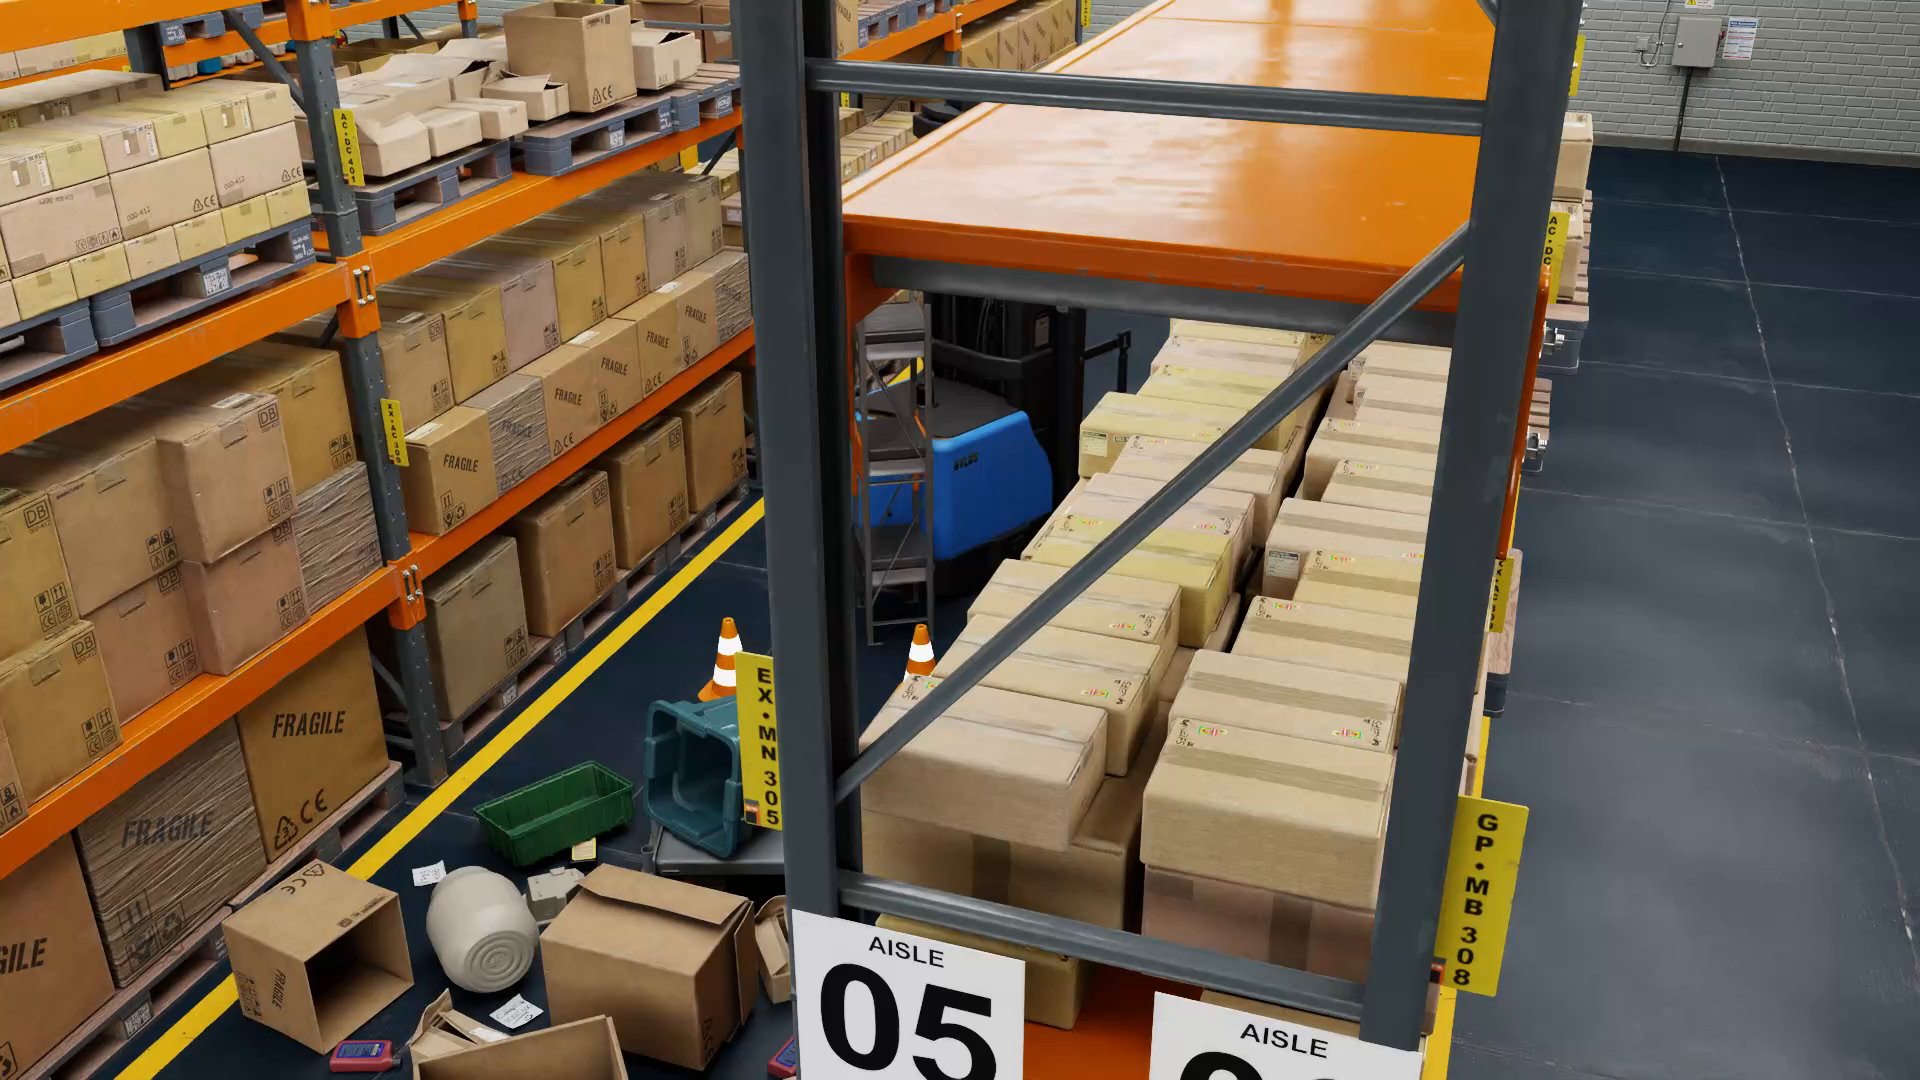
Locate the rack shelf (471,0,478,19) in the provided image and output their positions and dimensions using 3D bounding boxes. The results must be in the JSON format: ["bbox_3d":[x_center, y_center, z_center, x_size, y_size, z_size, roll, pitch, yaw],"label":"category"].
[{"bbox_3d":[-4.478,-6.051,17.689,1.077,0.370,4.000,9,27,17],"label":"rack shelf"}]

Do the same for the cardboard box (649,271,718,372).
[{"bbox_3d":[-1.894,-1.415,10.615,0.500,0.500,0.500,9,27,17],"label":"cardboard box"}]

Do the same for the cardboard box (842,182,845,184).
[{"bbox_3d":[-1.053,-2.707,12.864,0.380,0.149,0.250,8,27,17],"label":"cardboard box"}]

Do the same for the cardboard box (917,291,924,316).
[{"bbox_3d":[-0.508,-2.165,14.667,0.500,0.500,0.500,8,27,16],"label":"cardboard box"}]

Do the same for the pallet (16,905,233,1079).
[{"bbox_3d":[-3.893,1.905,7.074,1.003,0.211,1.213,9,27,17],"label":"pallet"}]

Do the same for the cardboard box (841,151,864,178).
[{"bbox_3d":[-0.972,-2.946,13.017,0.380,0.149,0.250,8,27,17],"label":"cardboard box"}]

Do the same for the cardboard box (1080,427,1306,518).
[{"bbox_3d":[0.628,-0.129,4.462,0.500,0.250,0.500,9,27,18],"label":"cardboard box"}]

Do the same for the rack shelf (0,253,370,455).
[{"bbox_3d":[-3.827,-0.359,5.933,1.077,0.370,4.000,9,27,17],"label":"rack shelf"}]

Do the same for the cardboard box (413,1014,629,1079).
[{"bbox_3d":[-1.594,2.200,6.128,0.797,0.503,0.637,-9,27,-18],"label":"cardboard box"}]

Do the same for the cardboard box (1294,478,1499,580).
[{"bbox_3d":[1.142,-0.048,4.296,0.500,0.250,0.500,9,27,19],"label":"cardboard box"}]

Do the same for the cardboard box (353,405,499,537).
[{"bbox_3d":[-2.733,-0.377,8.471,0.500,0.500,0.500,9,27,18],"label":"cardboard box"}]

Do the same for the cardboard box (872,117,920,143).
[{"bbox_3d":[-0.538,-3.482,14.123,0.380,0.149,0.250,8,27,16],"label":"cardboard box"}]

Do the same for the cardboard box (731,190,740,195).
[{"bbox_3d":[-1.839,-2.598,12.640,0.380,0.149,0.250,9,27,18],"label":"cardboard box"}]

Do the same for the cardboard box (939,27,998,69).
[{"bbox_3d":[0.039,-4.436,15.367,0.500,0.500,0.500,8,27,16],"label":"cardboard box"}]

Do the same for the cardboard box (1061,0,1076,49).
[{"bbox_3d":[0.914,-5.491,17.545,0.500,0.500,0.500,8,27,16],"label":"cardboard box"}]

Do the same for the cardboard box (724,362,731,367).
[{"bbox_3d":[-1.850,-1.519,12.471,0.500,0.250,0.500,8,27,16],"label":"cardboard box"}]

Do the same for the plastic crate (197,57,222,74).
[{"bbox_3d":[-8.924,-5.636,19.571,0.416,0.233,0.300,9,27,17],"label":"plastic crate"}]

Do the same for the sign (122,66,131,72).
[{"bbox_3d":[-3.677,-1.954,7.446,0.100,0.325,0.005,9,27,17],"label":"sign"}]

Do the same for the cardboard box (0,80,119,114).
[{"bbox_3d":[-3.687,-1.779,6.817,0.380,0.149,0.250,9,27,17],"label":"cardboard box"}]

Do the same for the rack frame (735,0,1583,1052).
[{"bbox_3d":[0.209,-0.535,2.028,1.000,3.000,0.127,9,27,17],"label":"rack frame"}]

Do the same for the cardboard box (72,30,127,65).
[{"bbox_3d":[-6.401,-3.611,11.996,0.500,0.250,0.500,9,27,18],"label":"cardboard box"}]

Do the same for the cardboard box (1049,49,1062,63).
[{"bbox_3d":[0.749,-4.832,17.332,0.500,0.500,0.500,8,27,17],"label":"cardboard box"}]

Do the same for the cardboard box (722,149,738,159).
[{"bbox_3d":[-1.667,-2.941,13.006,0.380,0.149,0.250,10,28,20],"label":"cardboard box"}]

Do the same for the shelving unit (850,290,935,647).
[{"bbox_3d":[-0.406,-0.433,9.734,0.431,2.100,0.503,-5,26,-10],"label":"shelving unit"}]

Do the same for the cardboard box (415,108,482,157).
[{"bbox_3d":[-2.583,-2.016,8.221,0.250,0.149,0.380,9,27,17],"label":"cardboard box"}]

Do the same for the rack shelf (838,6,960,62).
[{"bbox_3d":[-1.165,-3.647,12.723,1.077,0.370,4.000,9,27,17],"label":"rack shelf"}]

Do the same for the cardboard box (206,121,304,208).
[{"bbox_3d":[-3.083,-1.566,6.833,0.500,0.250,0.500,8,27,17],"label":"cardboard box"}]

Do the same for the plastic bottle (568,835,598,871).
[{"bbox_3d":[-1.830,1.500,8.081,0.133,0.061,0.283,-5,26,-9],"label":"plastic bottle"}]

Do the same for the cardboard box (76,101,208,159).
[{"bbox_3d":[-3.151,-1.581,6.408,0.380,0.149,0.250,9,27,17],"label":"cardboard box"}]

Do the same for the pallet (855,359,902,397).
[{"bbox_3d":[-1.161,-1.364,13.825,1.003,0.211,1.213,9,27,17],"label":"pallet"}]

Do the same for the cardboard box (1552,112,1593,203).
[{"bbox_3d":[2.269,-1.563,6.711,0.500,0.250,0.500,8,27,16],"label":"cardboard box"}]

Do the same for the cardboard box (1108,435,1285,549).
[{"bbox_3d":[0.566,-0.120,3.987,0.380,0.149,0.250,8,27,16],"label":"cardboard box"}]

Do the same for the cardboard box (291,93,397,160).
[{"bbox_3d":[-3.077,-1.985,8.040,0.500,0.250,0.500,9,27,18],"label":"cardboard box"}]

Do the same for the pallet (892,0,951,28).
[{"bbox_3d":[-0.805,-4.469,13.812,1.213,0.211,1.003,9,27,17],"label":"pallet"}]

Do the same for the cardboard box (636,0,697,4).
[{"bbox_3d":[-1.941,-3.742,11.101,0.396,0.266,0.258,9,27,17],"label":"cardboard box"}]

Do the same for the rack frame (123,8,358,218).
[{"bbox_3d":[-3.162,-2.855,6.820,1.000,3.000,0.127,9,27,17],"label":"rack frame"}]

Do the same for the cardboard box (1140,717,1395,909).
[{"bbox_3d":[0.519,0.453,2.803,0.380,0.149,0.250,9,27,17],"label":"cardboard box"}]

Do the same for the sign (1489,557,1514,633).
[{"bbox_3d":[2.054,0.208,6.386,0.100,0.325,0.005,9,27,17],"label":"sign"}]

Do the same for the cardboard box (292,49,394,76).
[{"bbox_3d":[-5.587,-4.155,15.124,0.797,0.503,0.637,9,27,18],"label":"cardboard box"}]

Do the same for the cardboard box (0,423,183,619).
[{"bbox_3d":[-3.700,-0.117,6.638,0.875,0.550,0.550,9,27,17],"label":"cardboard box"}]

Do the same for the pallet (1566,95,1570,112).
[{"bbox_3d":[3.035,-2.659,10.075,1.213,0.211,1.003,10,28,20],"label":"pallet"}]

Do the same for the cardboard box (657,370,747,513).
[{"bbox_3d":[-2.118,-0.738,11.431,1.050,0.750,0.750,8,27,17],"label":"cardboard box"}]

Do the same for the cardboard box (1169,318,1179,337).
[{"bbox_3d":[0.859,-0.670,5.122,0.380,0.149,0.250,9,27,17],"label":"cardboard box"}]

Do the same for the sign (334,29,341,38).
[{"bbox_3d":[-7.959,-6.565,21.180,0.100,0.325,0.005,9,27,17],"label":"sign"}]

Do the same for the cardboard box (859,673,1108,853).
[{"bbox_3d":[0.043,0.388,2.938,0.380,0.149,0.250,9,27,18],"label":"cardboard box"}]

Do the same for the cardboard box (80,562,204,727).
[{"bbox_3d":[-3.726,0.365,6.881,0.875,0.550,0.550,9,27,17],"label":"cardboard box"}]

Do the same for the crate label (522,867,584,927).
[{"bbox_3d":[-1.873,1.641,7.704,0.298,0.136,0.250,-9,27,-18],"label":"crate label"}]

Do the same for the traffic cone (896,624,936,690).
[{"bbox_3d":[-0.214,0.687,9.301,0.336,0.463,0.334,9,27,17],"label":"traffic cone"}]

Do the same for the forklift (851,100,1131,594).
[{"bbox_3d":[0.543,-1.533,11.052,1.130,2.935,3.031,22,34,38],"label":"forklift"}]

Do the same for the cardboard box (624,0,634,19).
[{"bbox_3d":[-3.726,-6.012,19.196,0.500,0.500,0.500,9,27,18],"label":"cardboard box"}]

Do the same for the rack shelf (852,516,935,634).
[{"bbox_3d":[-0.405,0.209,10.046,0.431,0.518,0.480,-5,26,-10],"label":"rack shelf"}]

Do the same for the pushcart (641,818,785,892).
[{"bbox_3d":[-0.627,1.392,7.942,1.648,0.377,0.936,0,26,-1],"label":"pushcart"}]

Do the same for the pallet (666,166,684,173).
[{"bbox_3d":[-4.004,-4.252,19.789,1.003,0.211,1.213,9,27,17],"label":"pallet"}]

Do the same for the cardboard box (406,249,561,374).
[{"bbox_3d":[-2.664,-1.274,9.177,0.700,0.500,0.500,9,27,18],"label":"cardboard box"}]

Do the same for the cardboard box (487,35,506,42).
[{"bbox_3d":[-2.446,-2.844,9.814,0.500,0.250,0.500,10,27,19],"label":"cardboard box"}]

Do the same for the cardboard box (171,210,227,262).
[{"bbox_3d":[-3.150,-1.219,6.576,0.380,0.149,0.250,9,27,18],"label":"cardboard box"}]

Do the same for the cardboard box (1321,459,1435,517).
[{"bbox_3d":[1.040,-0.050,3.843,0.380,0.149,0.250,10,27,19],"label":"cardboard box"}]
